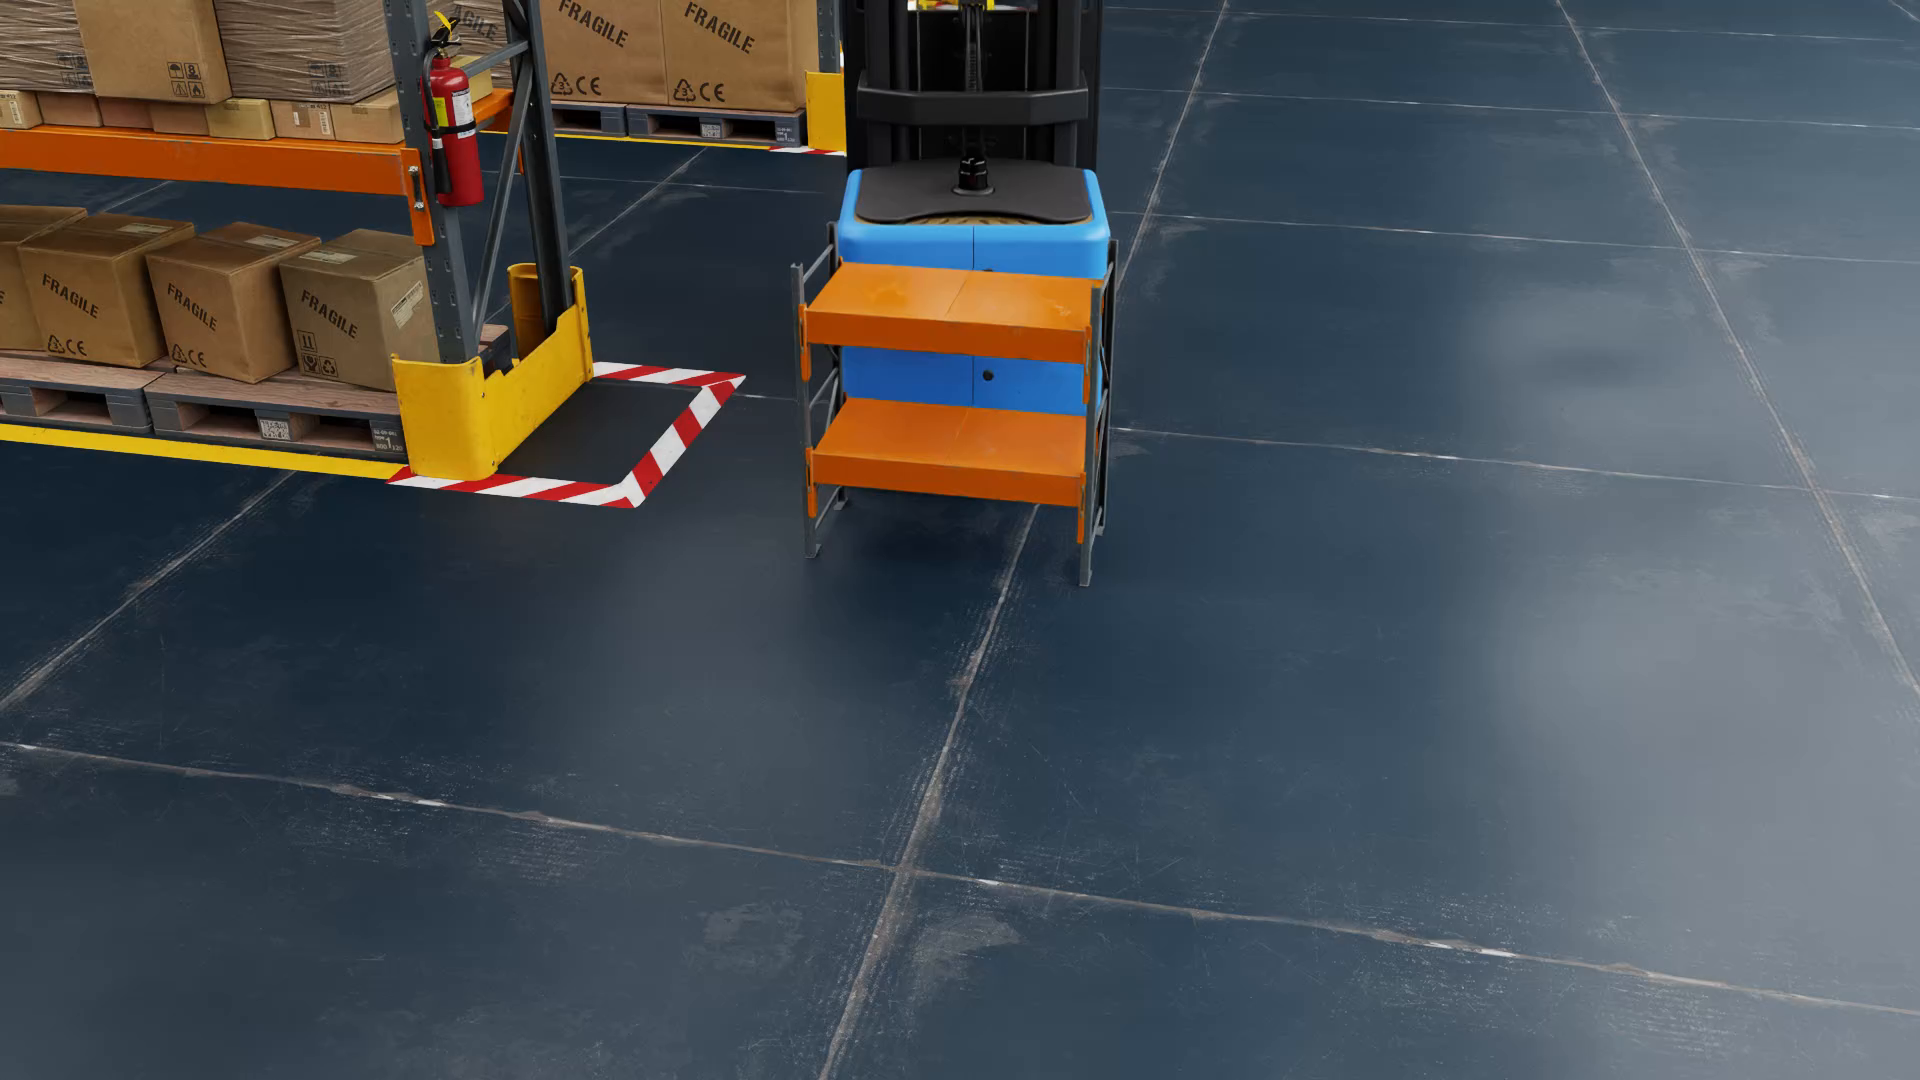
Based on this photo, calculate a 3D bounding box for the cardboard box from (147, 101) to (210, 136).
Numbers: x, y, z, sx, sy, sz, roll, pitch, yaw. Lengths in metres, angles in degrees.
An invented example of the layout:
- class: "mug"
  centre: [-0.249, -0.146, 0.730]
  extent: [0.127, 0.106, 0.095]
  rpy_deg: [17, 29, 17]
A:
- class: "cardboard box"
  centre: [-2.946, -1.710, 6.511]
  extent: [0.250, 0.149, 0.380]
  rpy_deg: [6, 29, 11]

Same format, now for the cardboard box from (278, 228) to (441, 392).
- class: "cardboard box"
  centre: [-2.491, -0.988, 7.097]
  extent: [0.500, 0.500, 0.500]
  rpy_deg: [11, 31, 20]

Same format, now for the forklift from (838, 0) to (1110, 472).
- class: "forklift"
  centre: [0.051, -2.200, 7.217]
  extent: [1.130, 2.935, 3.031]
  rpy_deg: [0, 29, 0]

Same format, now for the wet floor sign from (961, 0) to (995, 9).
- class: "wet floor sign"
  centre: [0.148, -4.929, 14.582]
  extent: [0.232, 0.644, 0.267]
  rpy_deg: [17, 33, 28]

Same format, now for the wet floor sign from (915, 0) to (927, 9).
- class: "wet floor sign"
  centre: [-0.307, -4.043, 12.963]
  extent: [0.232, 0.644, 0.267]
  rpy_deg: [1, 29, 2]

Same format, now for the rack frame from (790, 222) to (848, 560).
- class: "rack frame"
  centre: [-0.506, -0.539, 6.063]
  extent: [0.032, 1.125, 0.500]
  rpy_deg: [5, 29, 10]

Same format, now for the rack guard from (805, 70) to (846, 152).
- class: "rack guard"
  centre: [-0.726, -3.050, 11.301]
  extent: [0.348, 0.500, 1.175]
  rpy_deg: [6, 29, 11]

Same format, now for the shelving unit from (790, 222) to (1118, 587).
- class: "shelving unit"
  centre: [-0.008, -0.491, 5.976]
  extent: [1.048, 1.125, 0.538]
  rpy_deg: [5, 29, 10]

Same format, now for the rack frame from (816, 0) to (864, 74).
- class: "rack frame"
  centre: [-0.749, -4.149, 10.705]
  extent: [0.127, 3.000, 1.000]
  rpy_deg: [6, 29, 11]

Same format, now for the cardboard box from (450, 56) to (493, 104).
- class: "cardboard box"
  centre: [-2.113, -1.860, 6.785]
  extent: [0.250, 0.149, 0.380]
  rpy_deg: [6, 29, 11]

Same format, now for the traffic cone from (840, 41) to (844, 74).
- class: "traffic cone"
  centre: [-0.972, -3.756, 12.629]
  extent: [0.334, 0.463, 0.336]
  rpy_deg: [6, 29, 11]

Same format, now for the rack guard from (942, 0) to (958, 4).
- class: "rack guard"
  centre: [0.111, -5.395, 15.584]
  extent: [0.348, 0.500, 1.175]
  rpy_deg: [6, 29, 11]

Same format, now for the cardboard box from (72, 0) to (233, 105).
- class: "cardboard box"
  centre: [-2.930, -2.066, 6.486]
  extent: [0.500, 0.500, 0.875]
  rpy_deg: [6, 29, 11]

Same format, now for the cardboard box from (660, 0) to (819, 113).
- class: "cardboard box"
  centre: [-1.426, -3.438, 11.182]
  extent: [0.875, 0.875, 0.875]
  rpy_deg: [6, 29, 11]

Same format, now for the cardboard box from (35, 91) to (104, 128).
- class: "cardboard box"
  centre: [-3.431, -1.769, 6.619]
  extent: [0.250, 0.149, 0.380]
  rpy_deg: [6, 29, 11]

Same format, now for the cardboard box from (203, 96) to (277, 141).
- class: "cardboard box"
  centre: [-2.705, -1.677, 6.452]
  extent: [0.250, 0.149, 0.380]
  rpy_deg: [6, 29, 11]

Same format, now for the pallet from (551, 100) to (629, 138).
- class: "pallet"
  centre: [-2.737, -3.093, 11.679]
  extent: [1.213, 0.211, 1.003]
  rpy_deg: [6, 29, 11]

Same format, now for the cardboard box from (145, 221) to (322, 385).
- class: "cardboard box"
  centre: [-3.083, -1.032, 7.177]
  extent: [0.500, 0.500, 0.500]
  rpy_deg: [14, 32, 24]

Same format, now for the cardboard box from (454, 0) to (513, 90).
- class: "cardboard box"
  centre: [-3.178, -3.618, 11.510]
  extent: [0.875, 0.875, 0.875]
  rpy_deg: [6, 29, 11]

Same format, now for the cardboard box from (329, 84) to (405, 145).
- class: "cardboard box"
  centre: [-2.206, -1.651, 6.404]
  extent: [0.250, 0.149, 0.380]
  rpy_deg: [6, 29, 11]

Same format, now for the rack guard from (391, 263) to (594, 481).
- class: "rack guard"
  centre: [-1.958, -0.741, 7.083]
  extent: [0.348, 0.500, 1.175]
  rpy_deg: [6, 29, 11]

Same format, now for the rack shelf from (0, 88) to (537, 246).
- class: "rack shelf"
  centre: [-3.840, -1.715, 7.008]
  extent: [4.000, 0.370, 1.077]
  rpy_deg: [6, 29, 11]

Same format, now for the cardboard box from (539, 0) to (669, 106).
- class: "cardboard box"
  centre: [-2.287, -3.525, 11.341]
  extent: [0.875, 0.875, 0.875]
  rpy_deg: [5, 29, 10]

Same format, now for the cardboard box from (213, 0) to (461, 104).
- class: "cardboard box"
  centre: [-2.416, -2.072, 6.497]
  extent: [0.500, 0.500, 0.875]
  rpy_deg: [6, 29, 11]

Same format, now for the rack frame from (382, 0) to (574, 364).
- class: "rack frame"
  centre: [-1.884, -1.830, 6.468]
  extent: [0.127, 3.000, 1.000]
  rpy_deg: [6, 29, 11]

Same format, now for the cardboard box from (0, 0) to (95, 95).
- class: "cardboard box"
  centre: [-3.410, -2.136, 6.615]
  extent: [0.500, 0.500, 0.875]
  rpy_deg: [6, 29, 11]

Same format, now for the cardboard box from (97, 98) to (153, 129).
- class: "cardboard box"
  centre: [-3.182, -1.754, 6.592]
  extent: [0.250, 0.149, 0.380]
  rpy_deg: [6, 29, 11]

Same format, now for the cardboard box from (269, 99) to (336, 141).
- class: "cardboard box"
  centre: [-2.450, -1.676, 6.450]
  extent: [0.250, 0.149, 0.380]
  rpy_deg: [6, 29, 11]

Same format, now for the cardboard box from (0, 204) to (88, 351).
- class: "cardboard box"
  centre: [-4.227, -1.180, 7.448]
  extent: [0.500, 0.500, 0.500]
  rpy_deg: [3, 29, 6]

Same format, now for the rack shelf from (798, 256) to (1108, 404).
- class: "rack shelf"
  centre: [-0.008, -0.748, 5.835]
  extent: [1.000, 0.278, 0.538]
  rpy_deg: [5, 29, 10]

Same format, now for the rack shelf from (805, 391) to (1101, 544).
- class: "rack shelf"
  centre: [-0.008, -0.277, 6.093]
  extent: [1.000, 0.278, 0.538]
  rpy_deg: [5, 29, 10]

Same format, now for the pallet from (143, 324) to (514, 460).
- class: "pallet"
  centre: [-2.745, -0.712, 7.331]
  extent: [1.213, 0.211, 1.003]
  rpy_deg: [6, 29, 11]

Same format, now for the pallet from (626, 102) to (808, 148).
- class: "pallet"
  centre: [-1.547, -2.969, 11.454]
  extent: [1.213, 0.211, 1.003]
  rpy_deg: [6, 29, 11]

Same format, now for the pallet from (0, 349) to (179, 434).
- class: "pallet"
  centre: [-3.935, -0.836, 7.557]
  extent: [1.213, 0.211, 1.003]
  rpy_deg: [6, 29, 11]

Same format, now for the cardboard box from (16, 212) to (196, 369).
- class: "cardboard box"
  centre: [-3.691, -1.103, 7.308]
  extent: [0.500, 0.500, 0.500]
  rpy_deg: [9, 30, 15]

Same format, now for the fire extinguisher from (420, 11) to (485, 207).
- class: "fire extinguisher"
  centre: [-1.868, -1.568, 6.071]
  extent: [0.183, 0.674, 0.296]
  rpy_deg: [6, 29, 11]

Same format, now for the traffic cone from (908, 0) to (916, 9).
- class: "traffic cone"
  centre: [-0.404, -4.253, 13.536]
  extent: [0.334, 0.463, 0.336]
  rpy_deg: [6, 29, 11]

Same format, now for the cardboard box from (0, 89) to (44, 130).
- class: "cardboard box"
  centre: [-3.694, -1.752, 6.589]
  extent: [0.250, 0.149, 0.380]
  rpy_deg: [6, 29, 11]

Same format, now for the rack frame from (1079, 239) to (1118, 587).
- class: "rack frame"
  centre: [0.491, -0.443, 5.888]
  extent: [0.032, 1.125, 0.500]
  rpy_deg: [5, 29, 10]
